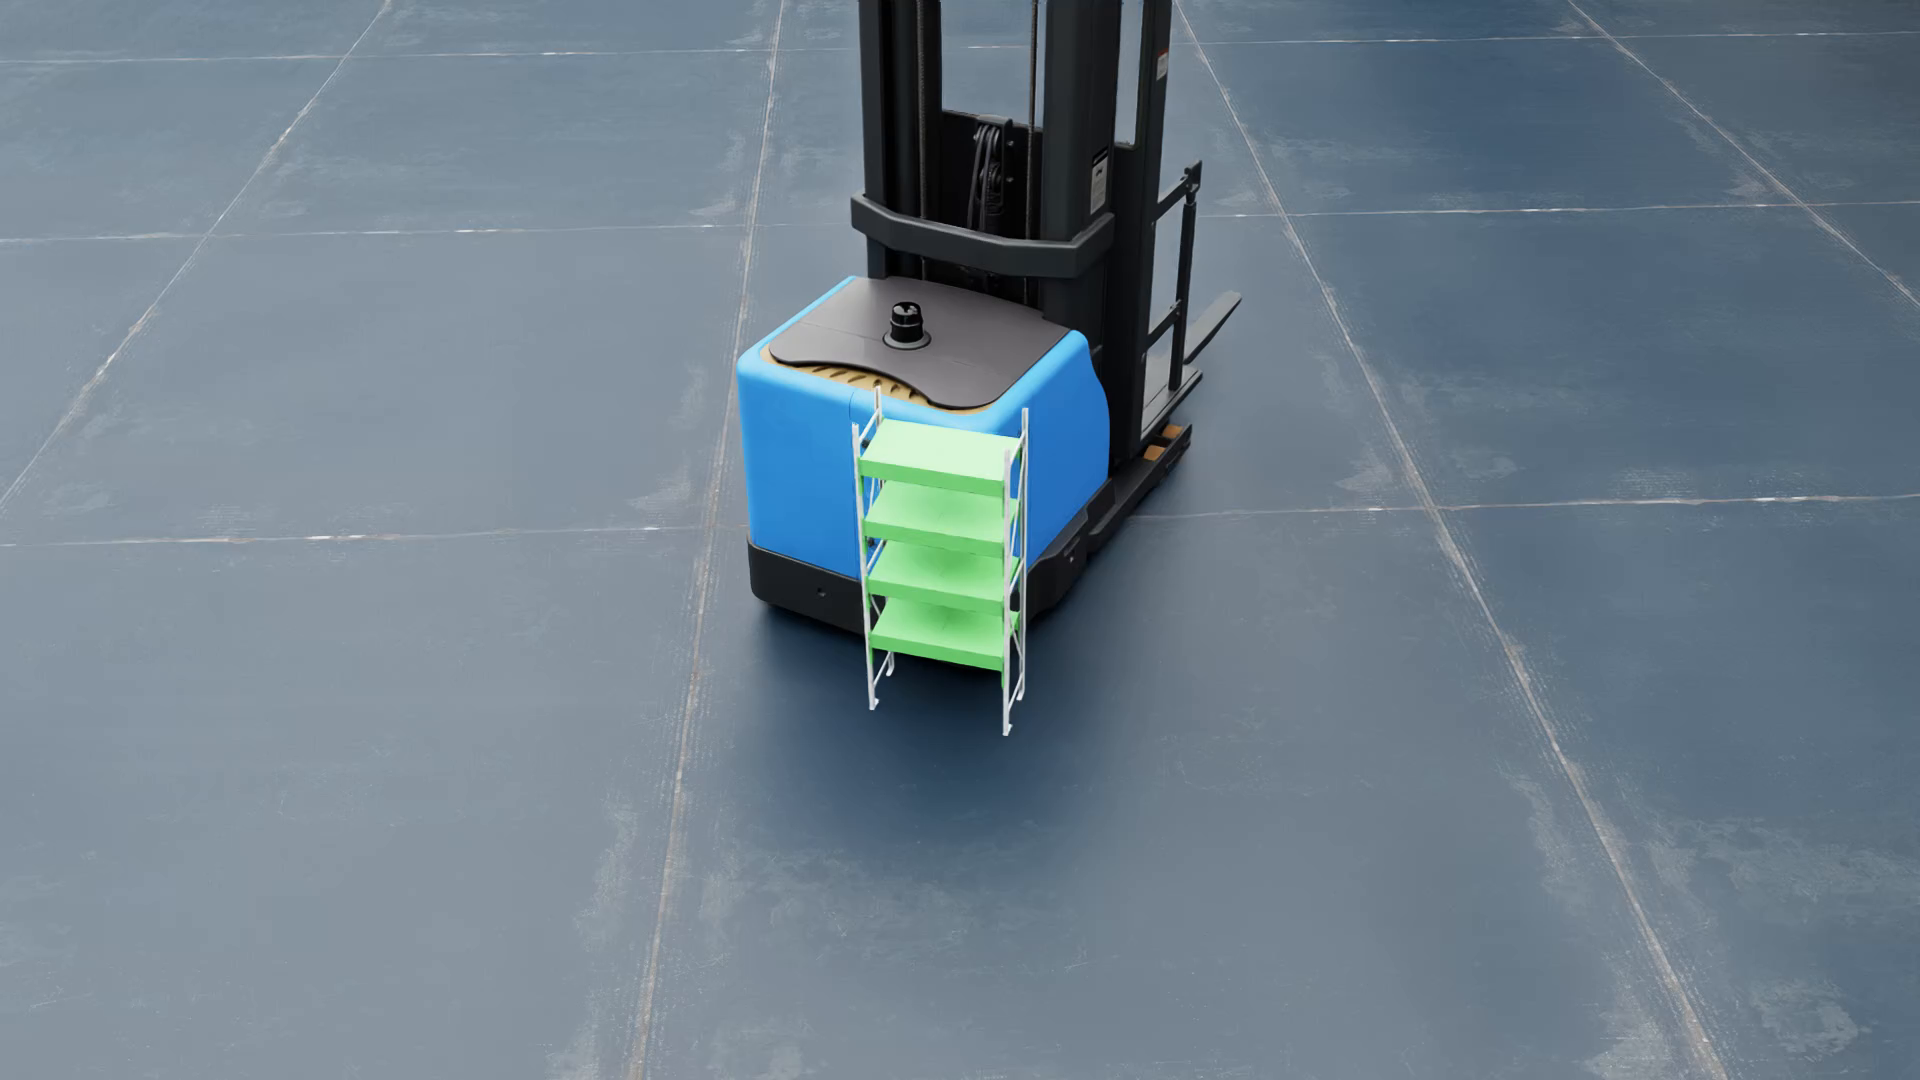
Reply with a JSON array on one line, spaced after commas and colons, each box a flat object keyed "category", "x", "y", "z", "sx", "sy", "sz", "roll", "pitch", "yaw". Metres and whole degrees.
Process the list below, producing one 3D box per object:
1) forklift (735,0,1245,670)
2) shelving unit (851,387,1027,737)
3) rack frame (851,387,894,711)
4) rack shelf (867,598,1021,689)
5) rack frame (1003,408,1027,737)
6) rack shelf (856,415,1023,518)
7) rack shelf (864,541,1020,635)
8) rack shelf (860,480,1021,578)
[{"category": "forklift", "x": 0.356, "y": -1.556, "z": 6.422, "sx": 1.130, "sy": 2.935, "sz": 3.031, "roll": 18, "pitch": 38, "yaw": 24}, {"category": "shelving unit", "x": -0.054, "y": 0.095, "z": 5.548, "sx": 0.503, "sy": 1.200, "sz": 0.258, "roll": 9, "pitch": 39, "yaw": 13}, {"category": "rack frame", "x": -0.289, "y": 0.056, "z": 5.603, "sx": 0.015, "sy": 1.200, "sz": 0.240, "roll": 9, "pitch": 39, "yaw": 13}, {"category": "rack shelf", "x": -0.050, "y": 0.336, "z": 5.732, "sx": 0.480, "sy": 0.148, "sz": 0.258, "roll": 9, "pitch": 39, "yaw": 13}, {"category": "rack frame", "x": 0.180, "y": 0.133, "z": 5.492, "sx": 0.015, "sy": 1.200, "sz": 0.240, "roll": 9, "pitch": 39, "yaw": 13}, {"category": "rack shelf", "x": -0.060, "y": -0.236, "z": 5.295, "sx": 0.480, "sy": 0.148, "sz": 0.258, "roll": 9, "pitch": 39, "yaw": 13}, {"category": "rack shelf", "x": -0.053, "y": 0.146, "z": 5.586, "sx": 0.480, "sy": 0.148, "sz": 0.258, "roll": 9, "pitch": 39, "yaw": 13}, {"category": "rack shelf", "x": -0.057, "y": -0.045, "z": 5.441, "sx": 0.480, "sy": 0.148, "sz": 0.258, "roll": 9, "pitch": 39, "yaw": 13}]
